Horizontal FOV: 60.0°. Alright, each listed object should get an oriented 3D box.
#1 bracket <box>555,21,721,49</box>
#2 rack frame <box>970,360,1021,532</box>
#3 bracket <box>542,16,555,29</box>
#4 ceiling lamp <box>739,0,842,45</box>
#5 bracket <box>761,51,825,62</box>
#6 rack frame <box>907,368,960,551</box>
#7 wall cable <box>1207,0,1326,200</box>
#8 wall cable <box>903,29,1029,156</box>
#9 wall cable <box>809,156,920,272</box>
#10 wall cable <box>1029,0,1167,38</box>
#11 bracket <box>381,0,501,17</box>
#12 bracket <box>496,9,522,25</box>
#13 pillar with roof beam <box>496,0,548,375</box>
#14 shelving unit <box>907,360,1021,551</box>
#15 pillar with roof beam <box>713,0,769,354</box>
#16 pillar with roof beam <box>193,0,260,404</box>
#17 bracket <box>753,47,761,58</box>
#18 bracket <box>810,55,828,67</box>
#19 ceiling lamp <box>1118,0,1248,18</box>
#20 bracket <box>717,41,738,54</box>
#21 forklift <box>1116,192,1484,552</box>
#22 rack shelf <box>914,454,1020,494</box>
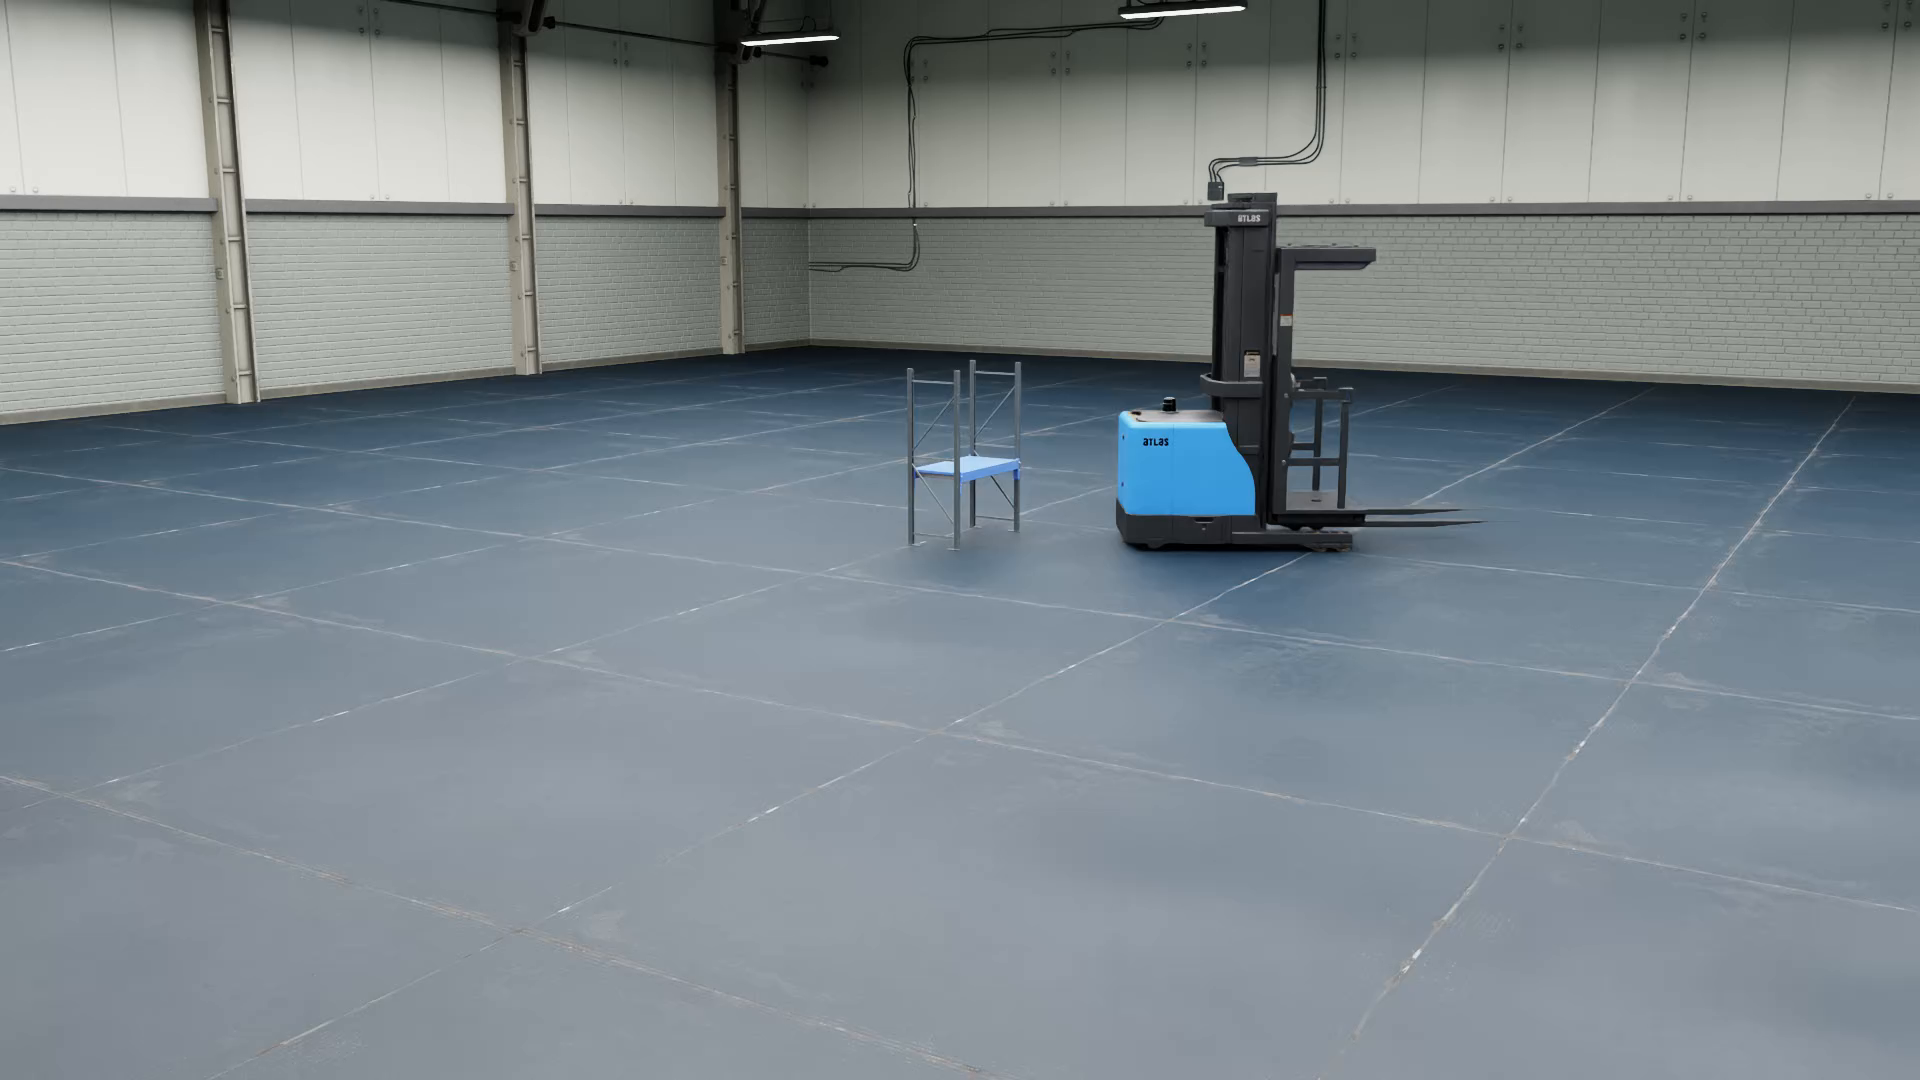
[{"bbox_3d":[-6.136,-9.713,32.016,0.076,0.066,4.783,6,12,31],"label":"bracket"},{"bbox_3d":[0.308,-0.831,14.729,0.500,1.500,0.032,6,12,31],"label":"rack frame"},{"bbox_3d":[-7.482,-9.305,29.837,0.235,0.232,0.430,6,12,31],"label":"bracket"},{"bbox_3d":[-2.833,-10.256,28.834,2.000,3.185,0.800,6,12,31],"label":"ceiling lamp"},{"bbox_3d":[-3.443,-10.529,36.372,0.076,0.066,3.189,6,12,31],"label":"bracket"},{"bbox_3d":[-0.220,-0.671,13.875,0.500,1.500,0.032,6,12,31],"label":"rack frame"},{"bbox_3d":[5.879,-9.547,31.670,2.305,6.003,0.169,6,12,31],"label":"wall cable"},{"bbox_3d":[0.086,-9.483,35.281,3.097,2.526,0.112,6,12,31],"label":"wall cable"},{"bbox_3d":[-2.226,-7.259,37.127,3.097,2.526,0.112,6,12,31],"label":"wall cable"},{"bbox_3d":[2.731,-11.423,33.284,3.097,2.526,0.112,6,12,31],"label":"wall cable"},{"bbox_3d":[-9.251,-8.770,26.975,0.076,0.066,4.783,6,12,31],"label":"bracket"},{"bbox_3d":[-7.913,-9.175,29.140,0.235,0.232,0.430,6,12,31],"label":"bracket"},{"bbox_3d":[-4.322,-7.093,27.804,9.100,9.000,0.548,6,12,31],"label":"pillar with roof beam"},{"bbox_3d":[0.044,-0.751,14.302,0.538,1.500,1.048,6,12,31],"label":"shelving unit"},{"bbox_3d":[-1.207,-8.037,32.844,9.100,9.000,0.548,6,12,31],"label":"pillar with roof beam"},{"bbox_3d":[-7.437,-6.150,22.763,9.100,9.000,0.400,6,12,31],"label":"pillar with roof beam"},{"bbox_3d":[-4.367,-10.249,34.877,0.235,0.232,0.430,6,12,31],"label":"bracket"},{"bbox_3d":[-3.137,-10.622,36.868,0.235,0.232,0.430,6,12,31],"label":"bracket"},{"bbox_3d":[3.483,-9.550,25.063,2.000,3.185,0.800,6,12,31],"label":"ceiling lamp"},{"bbox_3d":[-4.798,-10.118,34.180,0.235,0.232,0.430,6,12,31],"label":"bracket"},{"bbox_3d":[2.897,-1.438,14.087,3.031,2.935,1.130,0,11,0],"label":"forklift"},{"bbox_3d":[0.044,-0.574,14.335,0.538,0.185,1.000,6,12,31],"label":"rack shelf"}]
